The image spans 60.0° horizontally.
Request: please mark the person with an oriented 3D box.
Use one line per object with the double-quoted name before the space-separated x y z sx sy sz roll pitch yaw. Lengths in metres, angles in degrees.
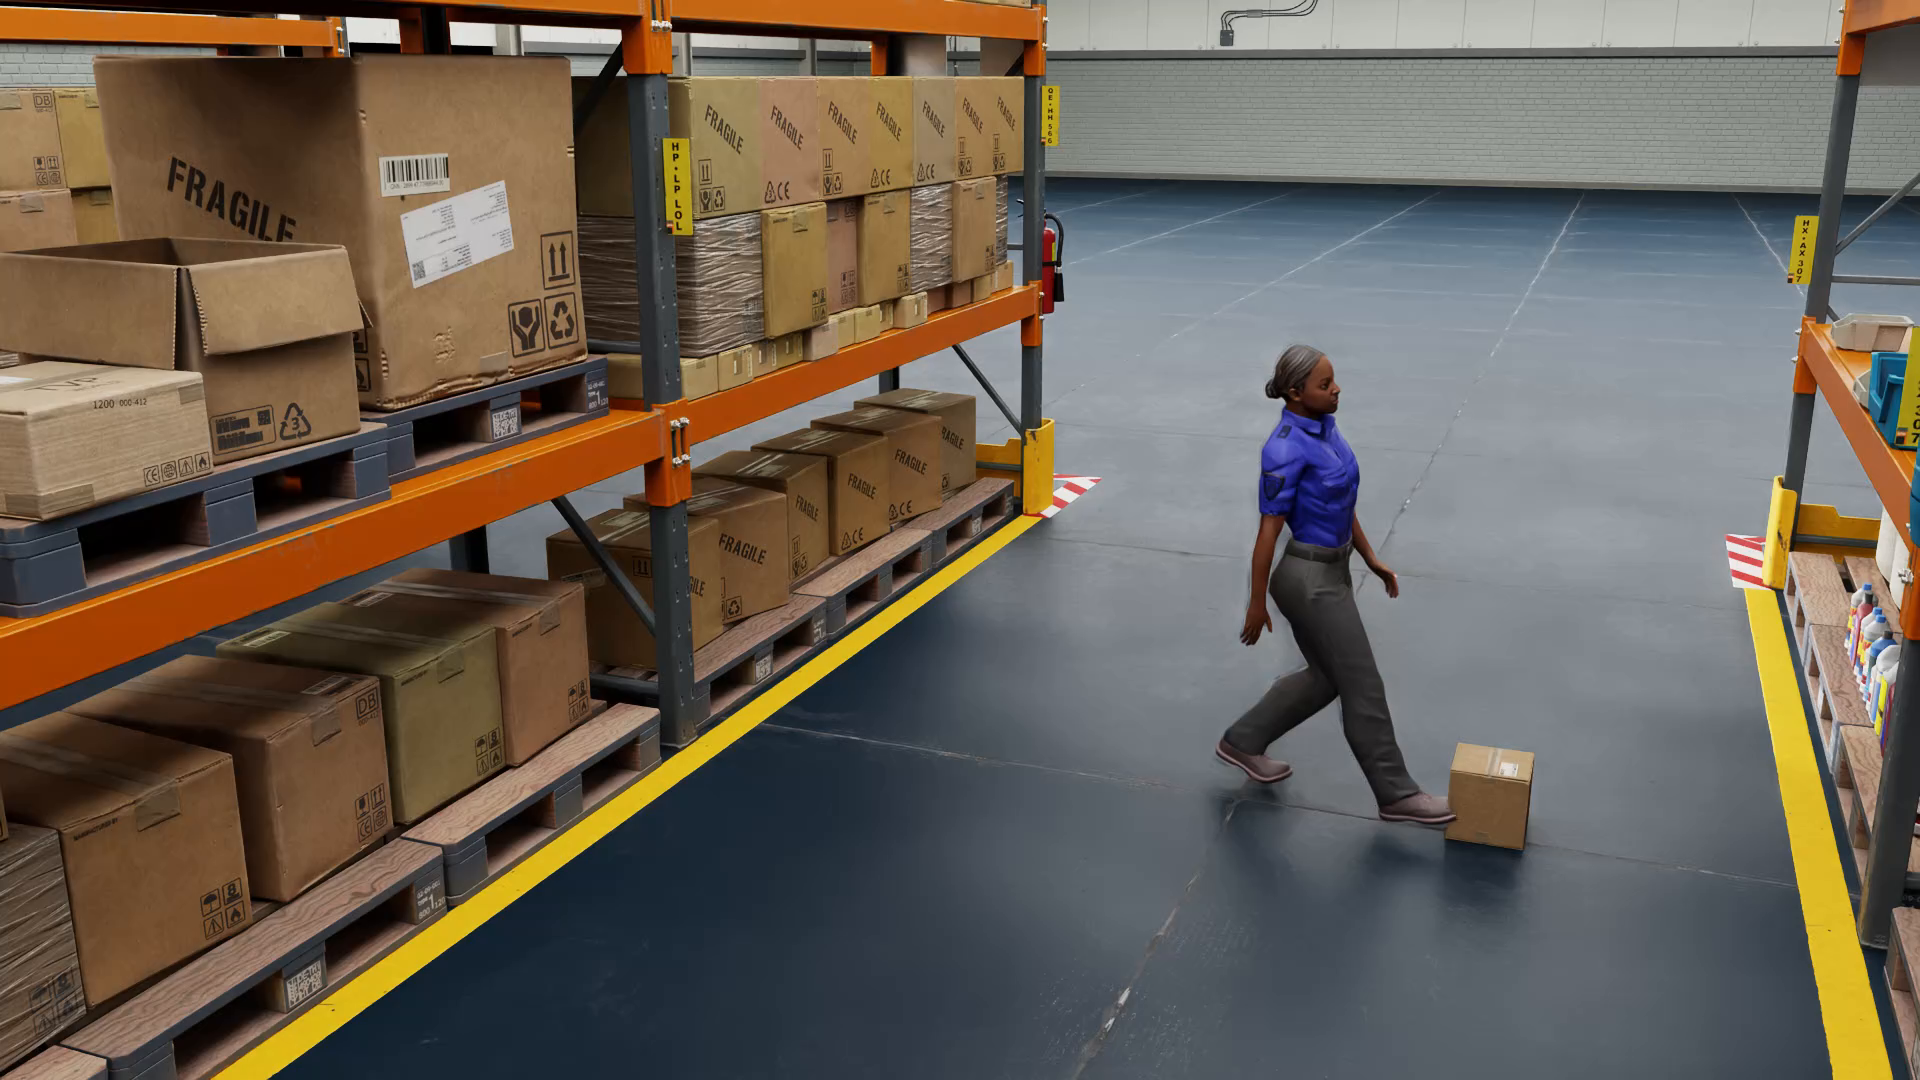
"person" 1.309 0.139 5.581 0.903 1.583 0.496 7 17 24
